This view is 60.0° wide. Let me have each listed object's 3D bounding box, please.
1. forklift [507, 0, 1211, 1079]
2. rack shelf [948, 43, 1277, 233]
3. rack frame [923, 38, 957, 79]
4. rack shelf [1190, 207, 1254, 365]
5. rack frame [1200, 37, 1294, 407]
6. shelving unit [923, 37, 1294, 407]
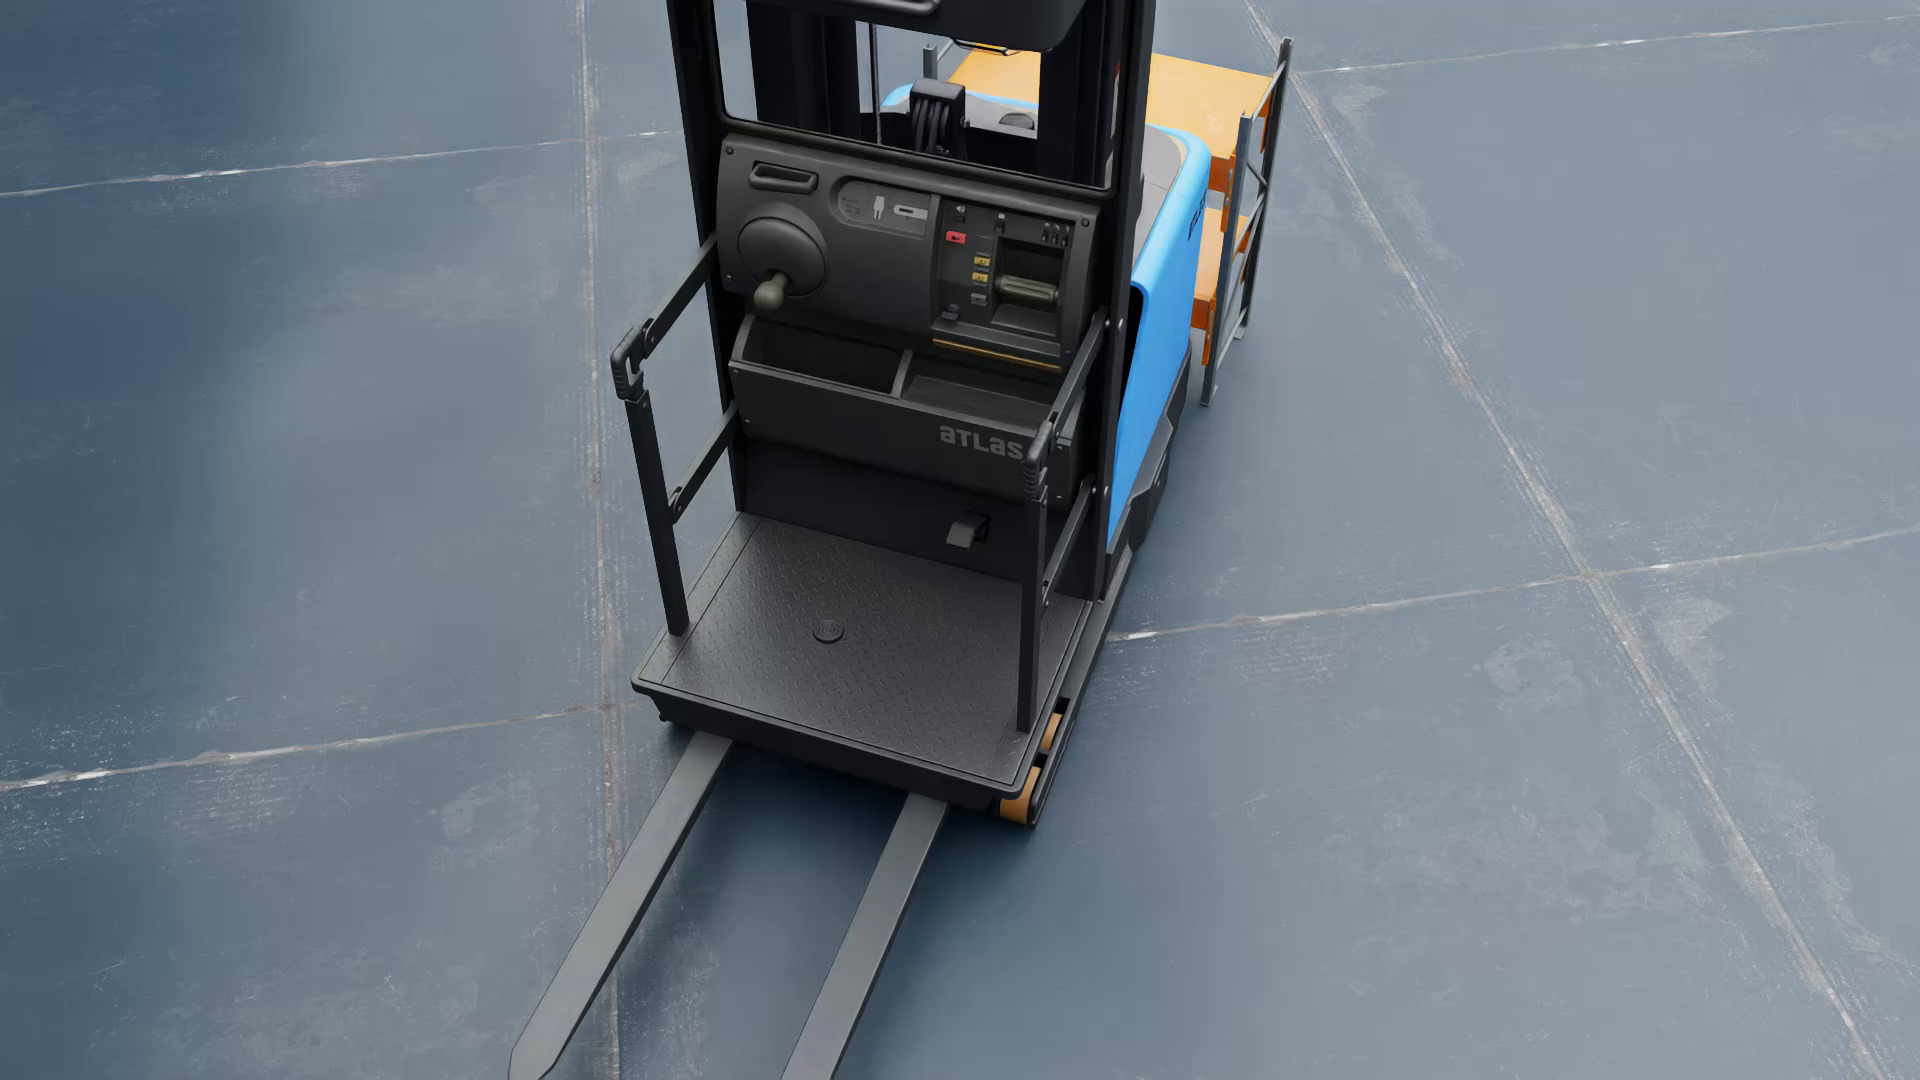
[{"bbox_3d":[-0.209,-0.589,3.782,1.130,2.935,3.031,14,48,13],"label":"forklift"},{"bbox_3d":[0.465,-1.362,5.374,1.000,0.278,0.538,17,48,16],"label":"rack shelf"},{"bbox_3d":[-0.003,-1.300,5.722,0.032,1.125,0.500,17,48,16],"label":"rack frame"},{"bbox_3d":[0.465,-0.989,5.761,1.000,0.278,0.538,17,48,16],"label":"rack shelf"},{"bbox_3d":[0.934,-1.016,5.448,0.032,1.125,0.500,17,48,16],"label":"rack frame"},{"bbox_3d":[0.465,-1.158,5.585,1.048,1.125,0.538,17,48,16],"label":"shelving unit"}]
